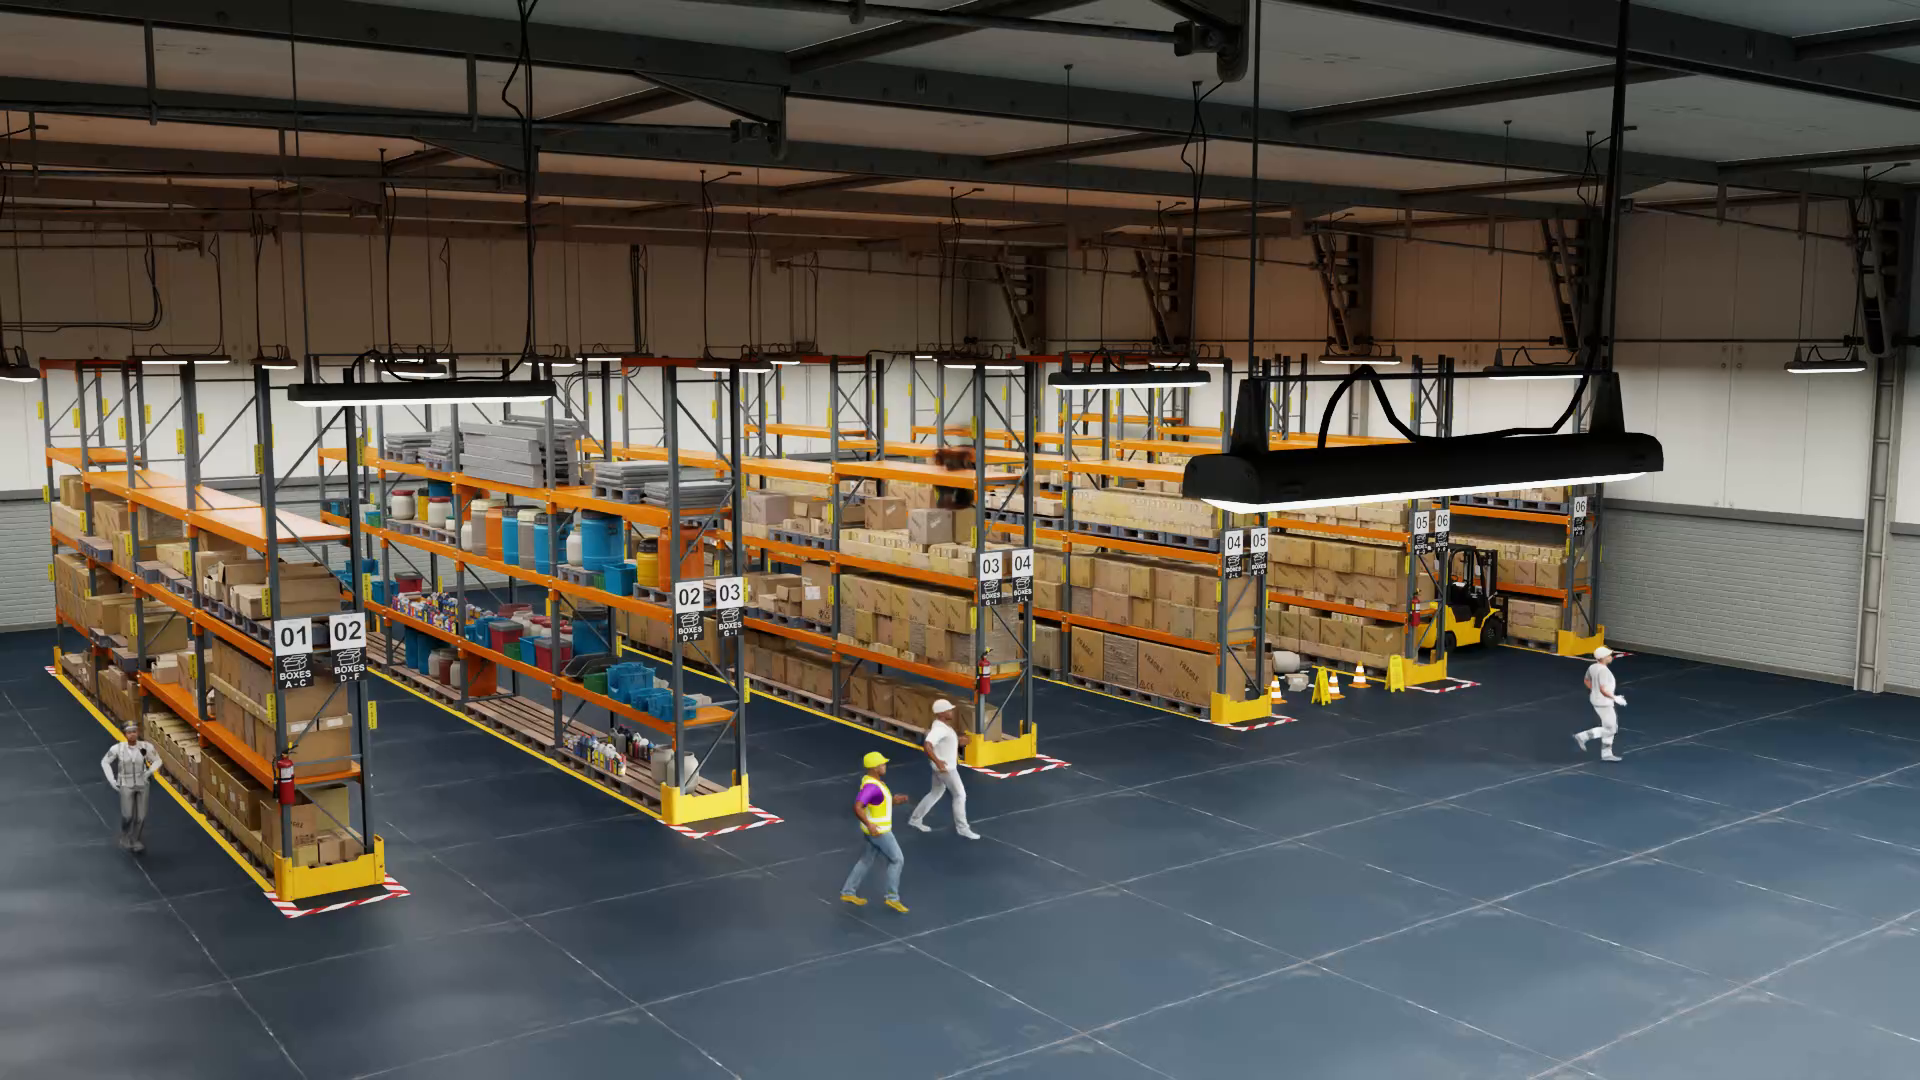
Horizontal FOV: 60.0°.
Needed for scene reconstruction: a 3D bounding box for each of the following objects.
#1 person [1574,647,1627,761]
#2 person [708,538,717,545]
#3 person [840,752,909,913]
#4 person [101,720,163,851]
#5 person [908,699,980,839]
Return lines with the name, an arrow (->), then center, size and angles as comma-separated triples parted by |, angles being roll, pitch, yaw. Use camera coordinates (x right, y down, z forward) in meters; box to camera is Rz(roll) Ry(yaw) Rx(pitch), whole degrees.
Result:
person -> 9.620, 2.466, 25.034 | 0.745, 1.749, 0.667 | 0, 7, 3
person -> -6.103, 0.556, 41.068 | 0.832, 1.695, 0.605 | 6, 9, 40
person -> -0.935, 3.247, 18.426 | 0.782, 1.828, 0.674 | -2, 7, -15
person -> -10.176, 3.036, 20.501 | 0.667, 1.666, 0.532 | -4, 8, -33
person -> -0.205, 2.907, 21.108 | 0.902, 1.798, 0.686 | -1, 7, -9
